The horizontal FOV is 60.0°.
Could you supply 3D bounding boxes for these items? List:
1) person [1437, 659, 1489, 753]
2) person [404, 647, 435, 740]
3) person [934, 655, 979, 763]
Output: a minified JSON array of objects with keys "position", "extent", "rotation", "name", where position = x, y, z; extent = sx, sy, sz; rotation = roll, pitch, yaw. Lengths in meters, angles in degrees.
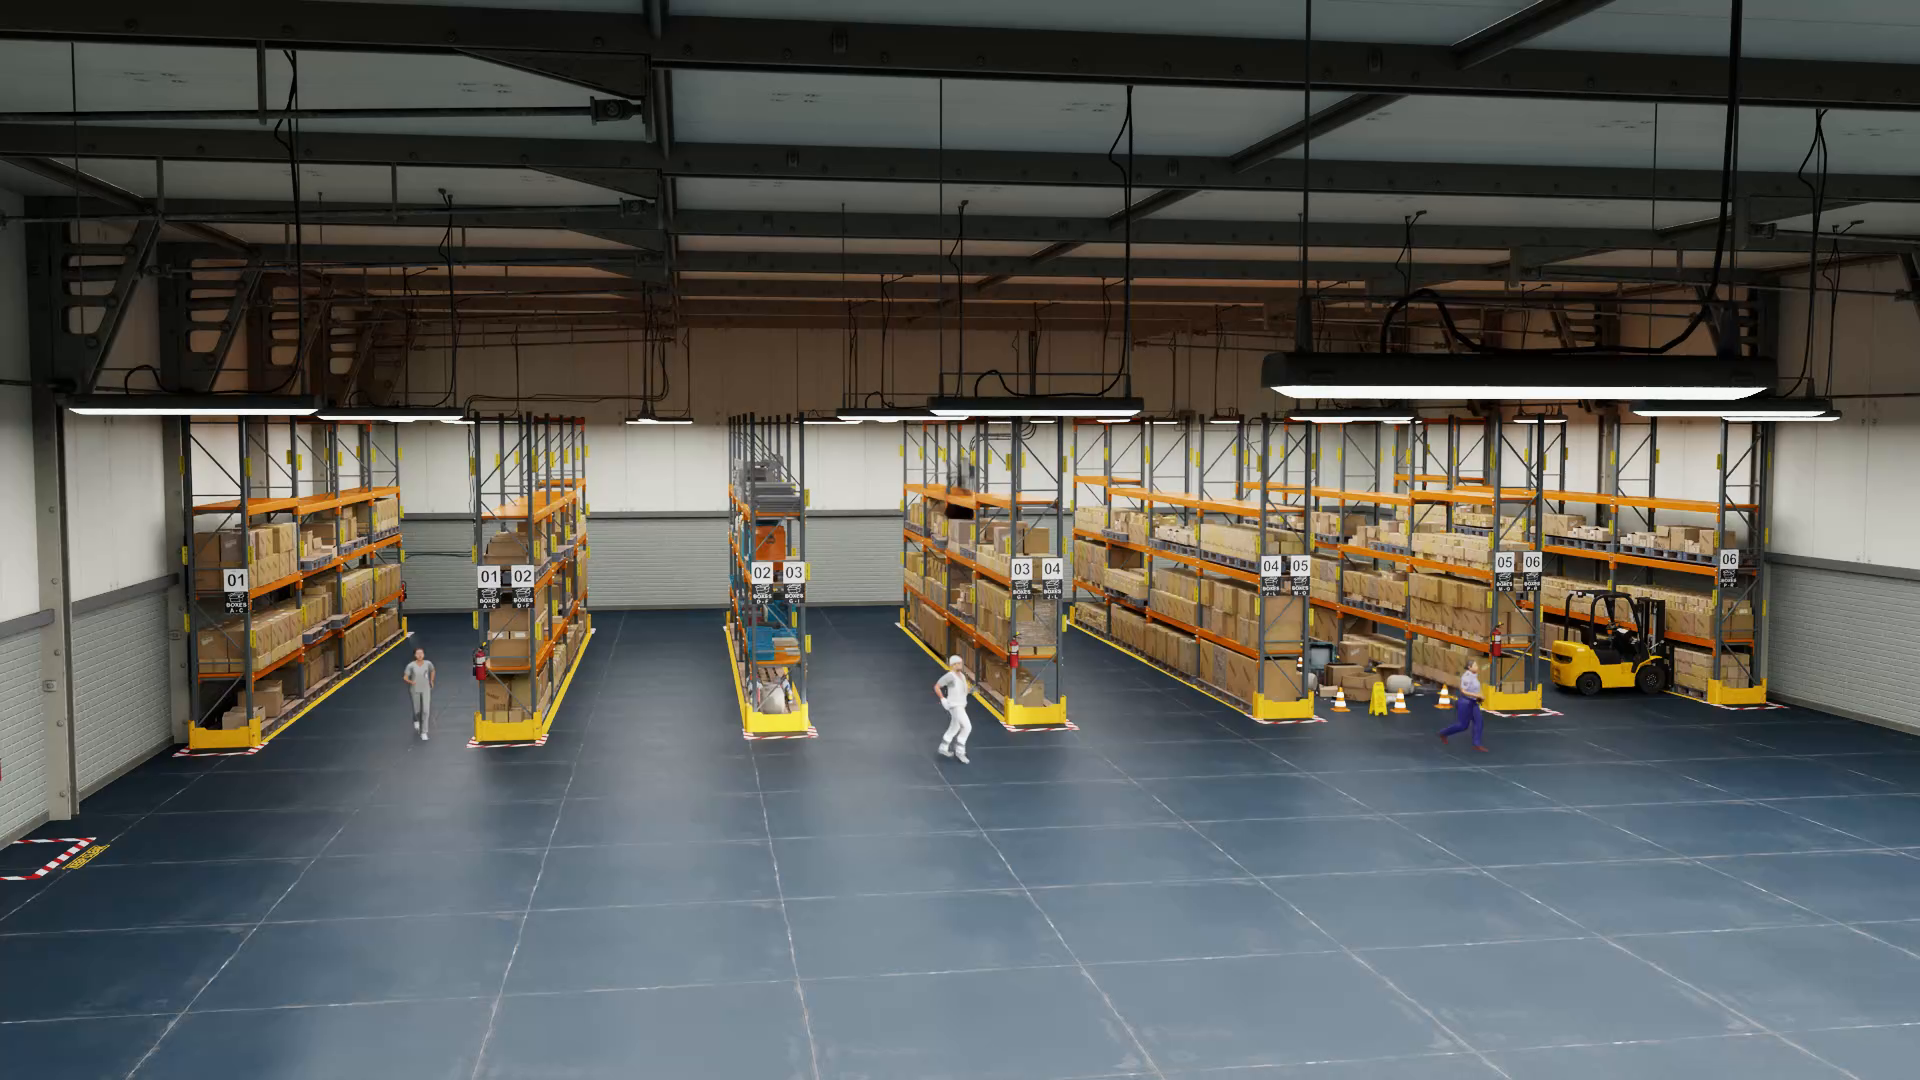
[{"position":[8.908,2.913,29.366],"extent":[0.886,1.638,0.592],"rotation":[2,5,32],"name":"person"},{"position":[-9.962,2.804,30.692],"extent":[0.574,1.666,0.927],"rotation":[-2,4,-24],"name":"person"},{"position":[-0.051,2.890,28.480],"extent":[0.763,1.831,0.649],"rotation":[2,4,22],"name":"person"}]
